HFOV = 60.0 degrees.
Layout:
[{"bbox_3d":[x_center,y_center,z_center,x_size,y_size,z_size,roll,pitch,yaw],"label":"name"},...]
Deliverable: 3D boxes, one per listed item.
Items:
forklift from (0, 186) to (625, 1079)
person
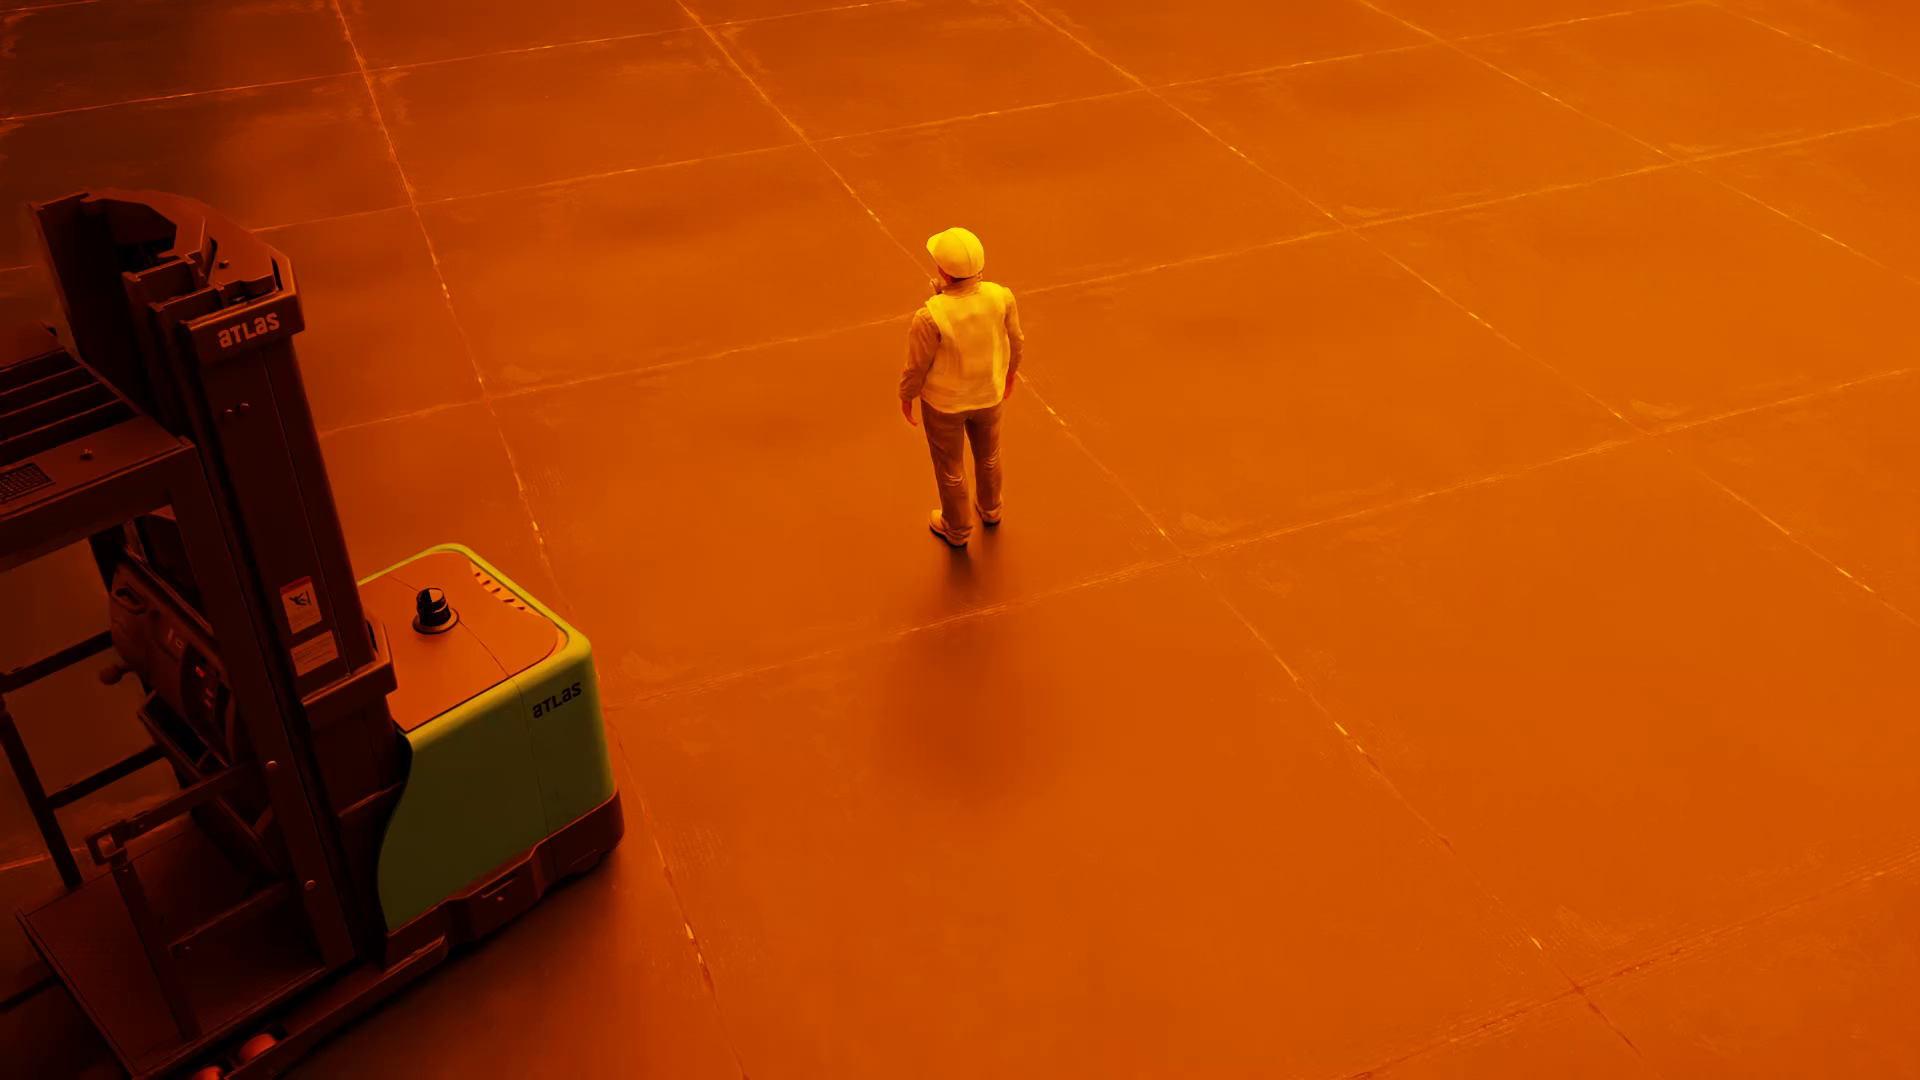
[{"bbox_3d":[-2.768,0.472,5.435,1.130,2.935,3.031,30,45,35],"label":"forklift"},{"bbox_3d":[-0.018,-0.764,8.159,0.634,1.775,0.566,-14,38,-19],"label":"person"}]
